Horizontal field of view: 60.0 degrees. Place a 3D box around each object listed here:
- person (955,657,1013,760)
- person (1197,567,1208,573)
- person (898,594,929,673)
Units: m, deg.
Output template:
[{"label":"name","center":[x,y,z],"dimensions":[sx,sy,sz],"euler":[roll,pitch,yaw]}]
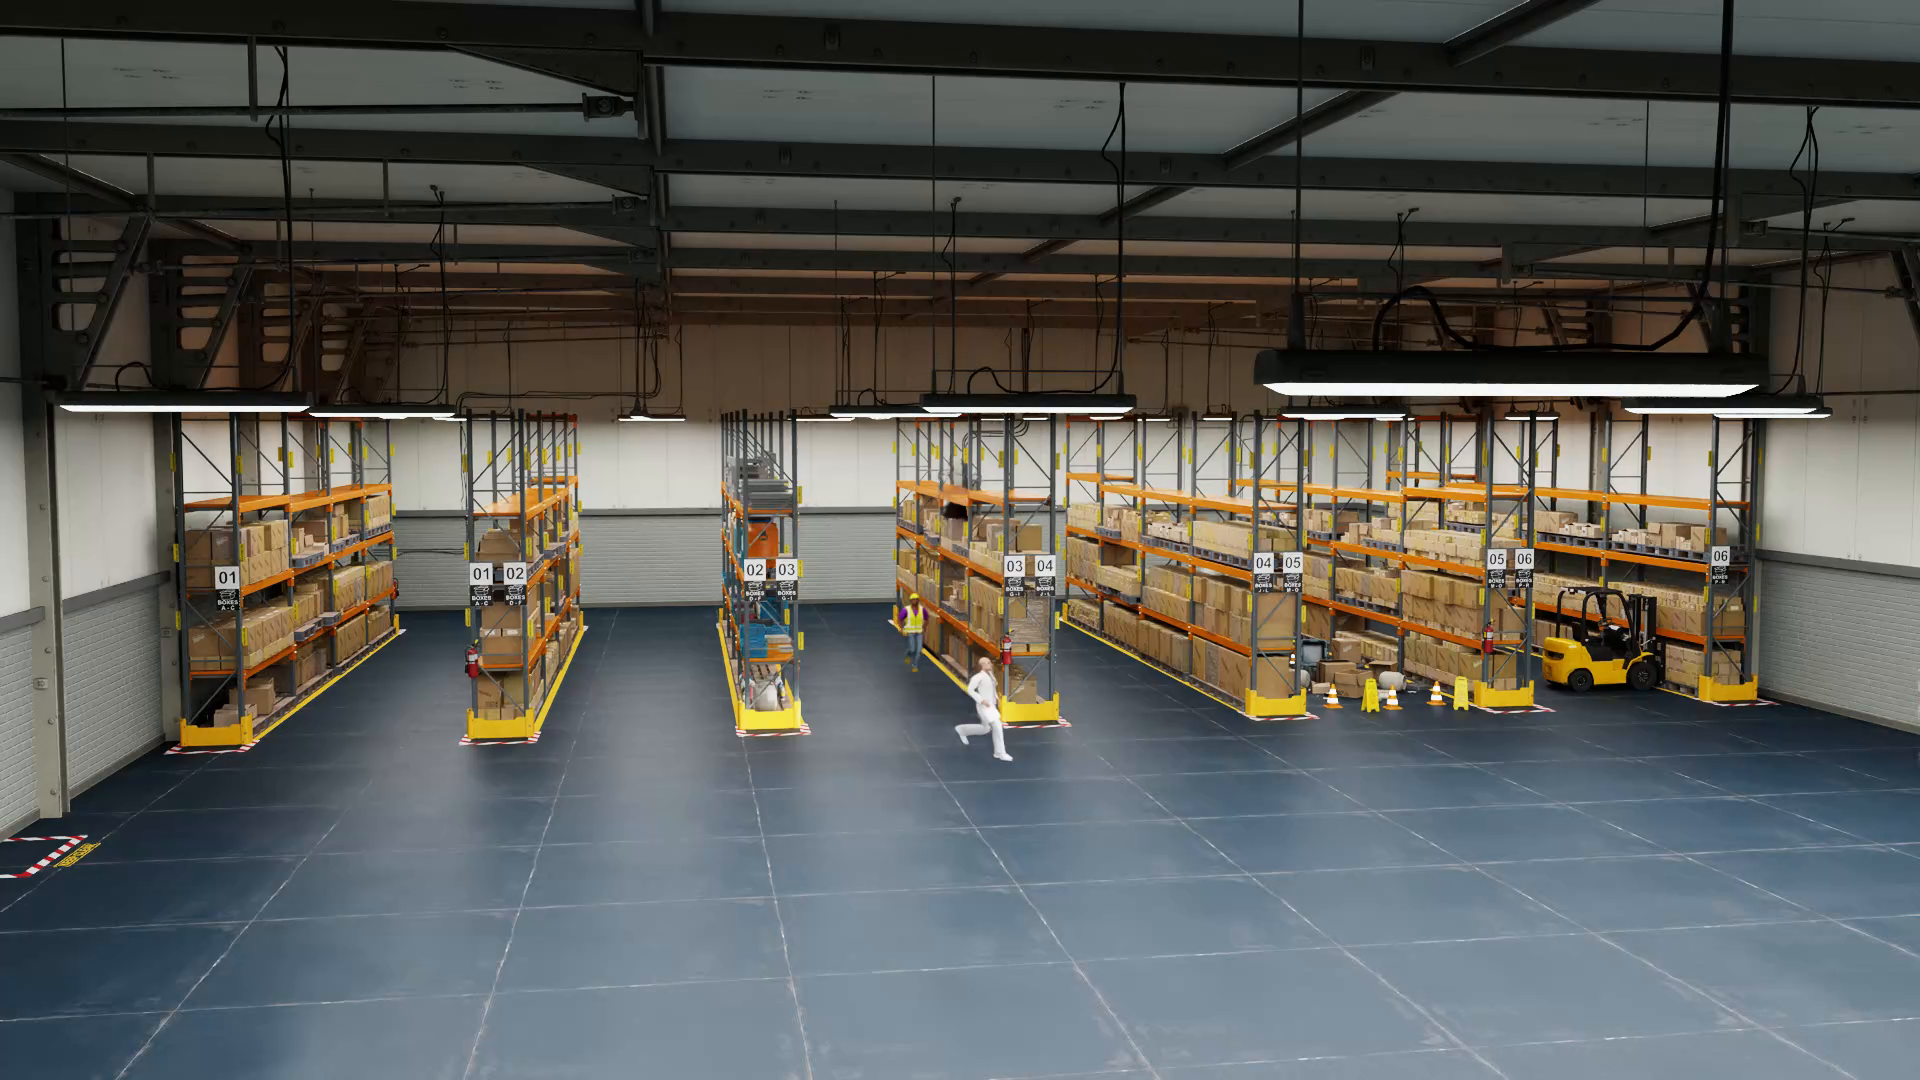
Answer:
[{"label":"person","center":[0.409,2.887,28.512],"dimensions":[1.065,1.766,0.693],"euler":[1,4,16]},{"label":"person","center":[7.323,1.343,50.623],"dimensions":[0.549,1.691,0.732],"euler":[0,4,-3]},{"label":"person","center":[-0.995,2.032,36.402],"dimensions":[0.701,1.728,0.587],"euler":[-1,4,-15]}]
